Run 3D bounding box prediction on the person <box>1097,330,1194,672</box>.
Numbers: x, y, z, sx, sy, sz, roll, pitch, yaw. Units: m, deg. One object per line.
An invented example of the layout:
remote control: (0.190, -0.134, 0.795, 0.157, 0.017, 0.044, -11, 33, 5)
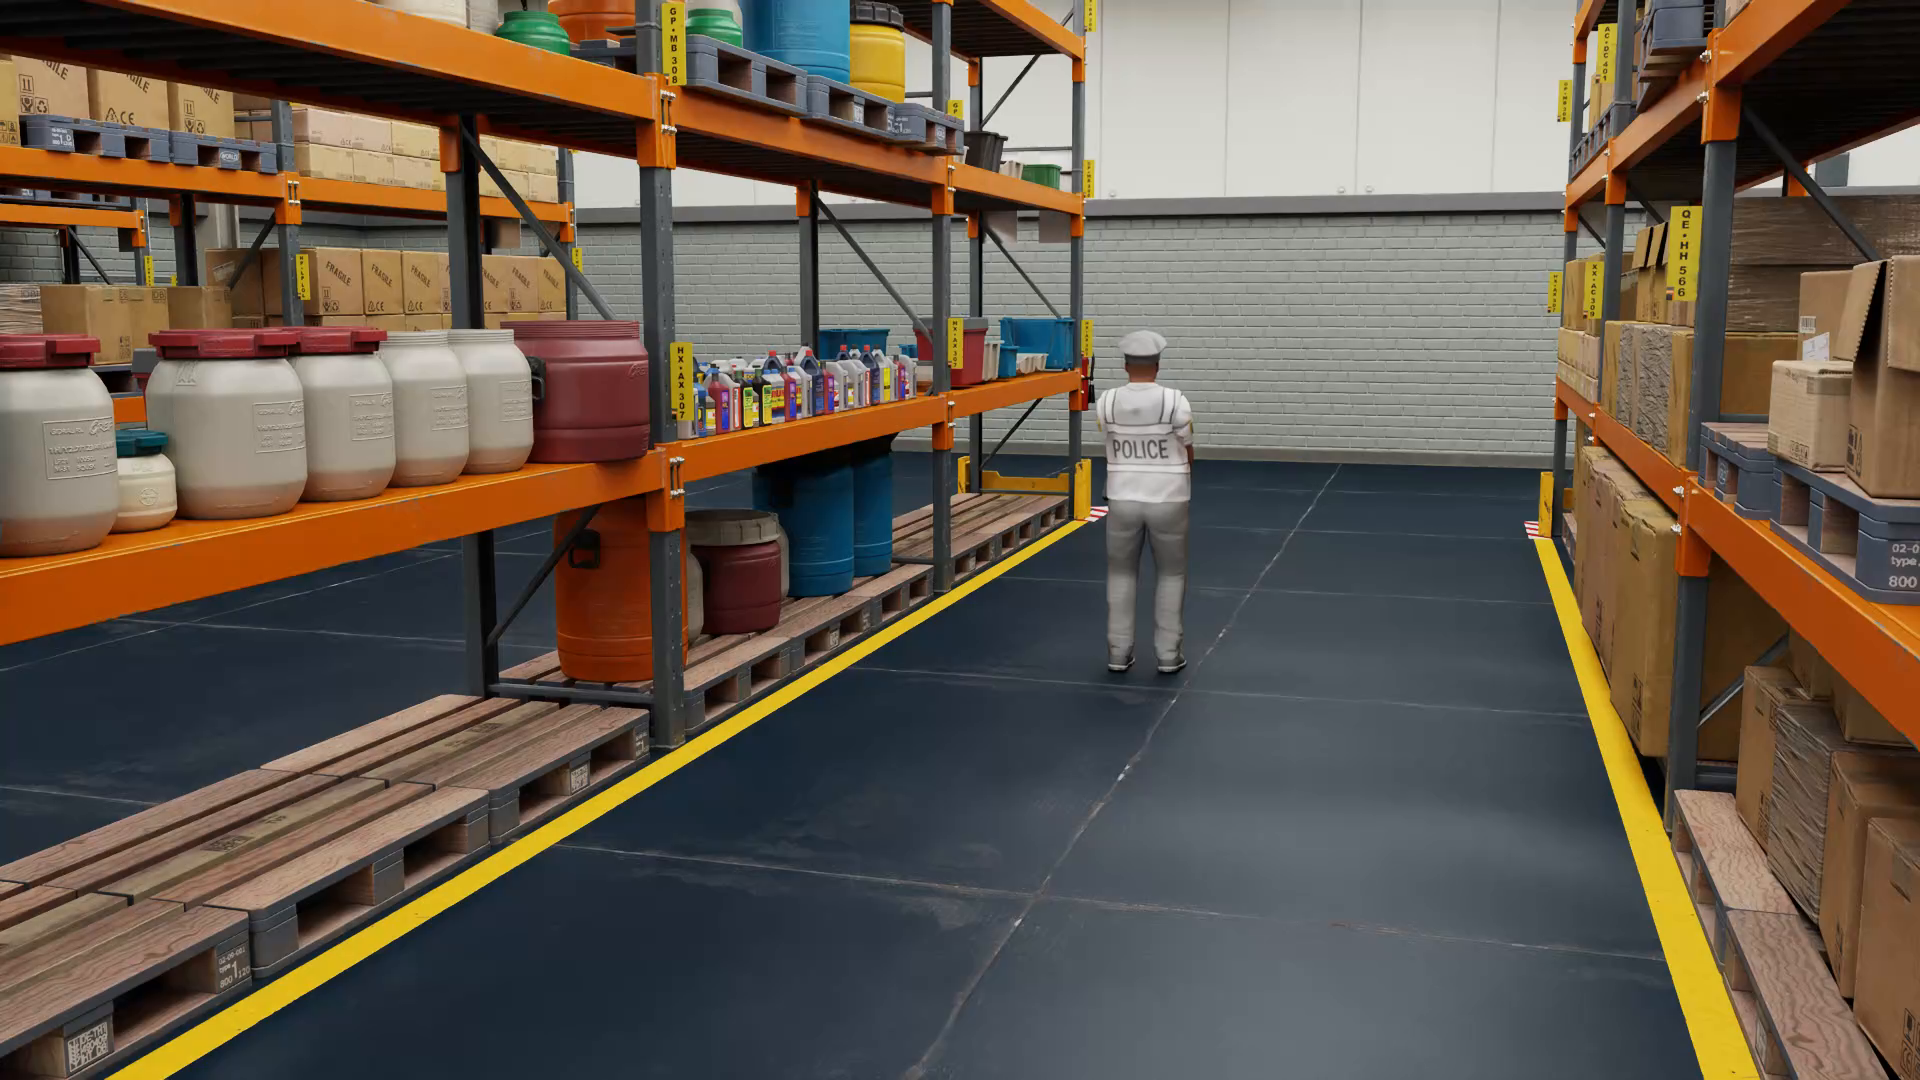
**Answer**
person: (0.975, -0.205, 8.660, 0.494, 1.766, 0.565, 3, 9, 17)
